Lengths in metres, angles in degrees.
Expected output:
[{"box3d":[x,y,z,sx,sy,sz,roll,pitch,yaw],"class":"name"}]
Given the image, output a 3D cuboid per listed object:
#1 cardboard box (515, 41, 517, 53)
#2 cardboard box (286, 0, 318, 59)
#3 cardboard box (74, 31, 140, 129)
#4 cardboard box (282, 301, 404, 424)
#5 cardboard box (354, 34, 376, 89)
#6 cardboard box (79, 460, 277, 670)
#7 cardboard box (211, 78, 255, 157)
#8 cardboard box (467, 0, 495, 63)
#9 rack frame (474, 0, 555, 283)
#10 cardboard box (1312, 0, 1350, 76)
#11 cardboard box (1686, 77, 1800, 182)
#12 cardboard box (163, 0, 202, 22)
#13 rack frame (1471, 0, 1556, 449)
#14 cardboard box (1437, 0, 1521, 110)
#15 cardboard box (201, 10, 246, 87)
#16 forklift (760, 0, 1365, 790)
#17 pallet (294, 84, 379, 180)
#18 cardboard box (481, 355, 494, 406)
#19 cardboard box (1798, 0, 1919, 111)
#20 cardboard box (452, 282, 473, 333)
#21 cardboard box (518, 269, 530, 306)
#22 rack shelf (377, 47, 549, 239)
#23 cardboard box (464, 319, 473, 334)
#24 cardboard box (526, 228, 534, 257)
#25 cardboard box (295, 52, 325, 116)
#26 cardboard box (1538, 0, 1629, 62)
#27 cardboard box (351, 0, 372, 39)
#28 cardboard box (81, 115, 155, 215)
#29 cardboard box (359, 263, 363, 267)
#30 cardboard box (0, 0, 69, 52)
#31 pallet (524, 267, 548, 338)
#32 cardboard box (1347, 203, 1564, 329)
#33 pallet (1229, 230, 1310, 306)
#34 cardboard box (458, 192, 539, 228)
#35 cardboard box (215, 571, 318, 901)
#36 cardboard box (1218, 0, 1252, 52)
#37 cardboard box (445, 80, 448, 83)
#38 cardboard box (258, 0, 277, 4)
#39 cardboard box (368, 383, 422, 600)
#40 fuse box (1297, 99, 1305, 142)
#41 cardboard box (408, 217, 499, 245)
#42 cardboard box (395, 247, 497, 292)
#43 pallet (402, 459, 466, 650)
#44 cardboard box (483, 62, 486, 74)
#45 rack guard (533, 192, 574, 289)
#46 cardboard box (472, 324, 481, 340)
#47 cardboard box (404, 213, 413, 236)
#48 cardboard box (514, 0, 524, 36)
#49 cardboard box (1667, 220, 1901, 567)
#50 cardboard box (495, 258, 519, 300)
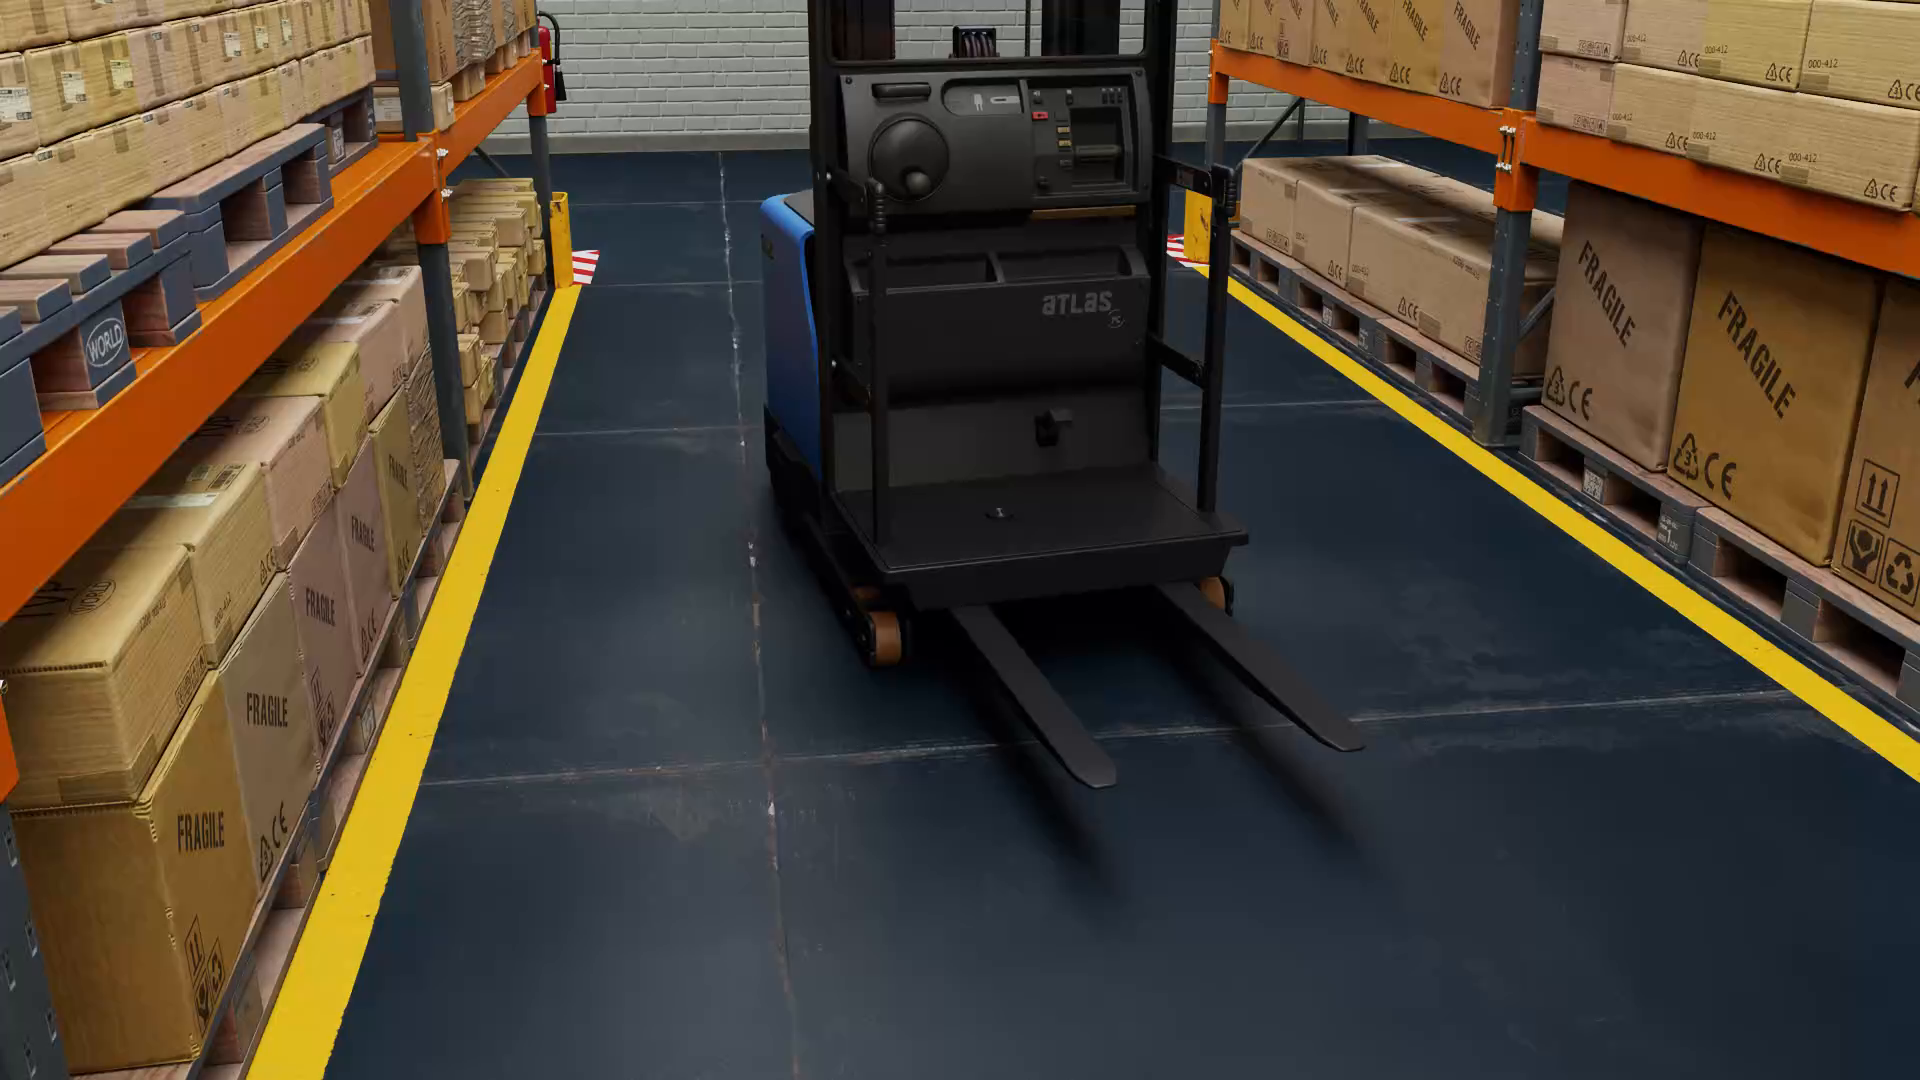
[{"box3d":[-2.490,-2.526,8.553,0.380,0.149,0.250,-3,21,-8],"class":"cardboard box"},{"box3d":[-1.921,-1.351,4.380,0.380,0.149,0.250,-4,21,-10],"class":"cardboard box"},{"box3d":[-1.703,-0.816,2.948,0.380,0.149,0.250,-3,21,-8],"class":"cardboard box"},{"box3d":[-1.871,-0.485,4.629,0.500,0.250,0.500,-2,21,-5],"class":"cardboard box"},{"box3d":[-2.036,-1.483,5.160,0.380,0.149,0.250,-3,21,-9],"class":"cardboard box"},{"box3d":[-1.646,0.049,3.197,0.500,0.250,0.500,-3,21,-8],"class":"cardboard box"},{"box3d":[-1.807,-0.940,3.705,0.380,0.149,0.250,-4,21,-10],"class":"cardboard box"},{"box3d":[-2.227,-2.249,6.884,0.500,0.500,0.500,-3,21,-9],"class":"cardboard box"},{"box3d":[-2.866,-2.917,9.239,1.000,3.000,0.127,-3,21,-8],"class":"rack frame"},{"box3d":[2.048,-2.544,8.098,0.500,0.500,0.500,-2,21,-6],"class":"cardboard box"},{"box3d":[2.531,-1.223,4.919,0.500,0.250,0.500,-3,21,-8],"class":"cardboard box"},{"box3d":[-1.779,-1.130,3.362,0.380,0.149,0.250,-2,21,-6],"class":"cardboard box"},{"box3d":[2.594,-1.817,6.293,1.000,3.000,0.127,-3,21,-8],"class":"rack frame"},{"box3d":[2.275,-2.011,6.671,0.500,0.500,0.500,-3,21,-7],"class":"cardboard box"},{"box3d":[-1.814,-1.082,3.660,0.380,0.149,0.250,-2,21,-6],"class":"cardboard box"},{"box3d":[0.177,-1.164,4.644,1.130,2.935,3.031,-6,21,-15],"class":"forklift"},{"box3d":[-2.323,-1.170,4.836,1.003,0.211,1.213,-3,21,-8],"class":"pallet"},{"box3d":[-2.062,-0.628,6.584,0.380,0.149,0.250,-2,21,-6],"class":"cardboard box"},{"box3d":[2.603,-1.284,4.366,0.500,0.250,0.500,-4,21,-9],"class":"cardboard box"},{"box3d":[-2.115,-0.900,6.463,0.380,0.149,0.250,-2,21,-5],"class":"cardboard box"},{"box3d":[-2.346,-1.257,8.268,0.380,0.149,0.250,-4,21,-10],"class":"cardboard box"},{"box3d":[-2.578,-1.887,7.511,1.077,0.370,4.000,-3,21,-8],"class":"rack shelf"},{"box3d":[-2.257,-0.933,6.977,0.380,0.149,0.250,-4,21,-11],"class":"cardboard box"},{"box3d":[-2.431,-1.569,8.680,0.380,0.149,0.250,-4,21,-10],"class":"cardboard box"},{"box3d":[-1.928,-1.220,4.455,0.380,0.149,0.250,-4,21,-11],"class":"cardboard box"},{"box3d":[2.379,-1.814,5.786,0.500,0.250,0.500,-4,21,-9],"class":"cardboard box"},{"box3d":[-2.037,-1.623,5.107,0.380,0.149,0.250,-2,21,-6],"class":"cardboard box"},{"box3d":[-1.696,-0.671,2.984,0.380,0.149,0.250,-2,21,-5],"class":"cardboard box"},{"box3d":[-2.678,-1.048,6.859,0.380,0.149,0.250,-2,21,-6],"class":"cardboard box"},{"box3d":[-1.660,-0.853,2.620,0.380,0.149,0.250,-3,21,-8],"class":"cardboard box"},{"box3d":[-2.773,-1.301,8.898,1.003,0.211,1.213,-3,21,-8],"class":"pallet"},{"box3d":[2.480,-1.346,8.094,0.875,0.438,0.875,-4,21,-9],"class":"cardboard box"},{"box3d":[2.210,-1.622,9.758,1.003,0.211,1.213,-3,21,-8],"class":"pallet"},{"box3d":[-2.396,-1.713,8.640,0.380,0.149,0.250,-3,21,-9],"class":"cardboard box"},{"box3d":[-1.638,0.396,3.342,0.500,0.500,0.500,-3,21,-7],"class":"cardboard box"},{"box3d":[1.803,-3.068,9.500,0.500,0.500,0.500,-3,21,-8],"class":"cardboard box"},{"box3d":[-2.241,-1.799,6.604,0.380,0.149,0.250,-4,21,-10],"class":"cardboard box"},{"box3d":[-1.893,-1.402,4.091,0.380,0.149,0.250,-4,21,-10],"class":"cardboard box"},{"box3d":[-1.860,-0.136,4.767,0.500,0.500,0.500,-3,21,-9],"class":"cardboard box"},{"box3d":[3.282,-4.605,15.599,0.539,1.711,0.414,-3,21,-8],"class":"fuse box"},{"box3d":[-2.400,-1.433,7.890,0.380,0.149,0.250,-4,21,-10],"class":"cardboard box"},{"box3d":[-2.216,-1.166,7.176,0.380,0.149,0.250,-2,21,-7],"class":"cardboard box"},{"box3d":[-2.176,0.044,5.297,1.003,0.211,1.213,-3,21,-8],"class":"pallet"},{"box3d":[-2.441,-2.250,7.813,0.380,0.149,0.250,-4,21,-10],"class":"cardboard box"},{"box3d":[-2.855,-1.720,9.606,1.175,0.500,0.348,-3,21,-8],"class":"rack guard"},{"box3d":[-2.309,-0.888,7.280,0.380,0.149,0.250,-4,21,-10],"class":"cardboard box"},{"box3d":[-2.941,-1.593,8.319,0.380,0.149,0.250,-4,21,-10],"class":"cardboard box"},{"box3d":[-2.477,-2.782,8.309,0.500,0.500,0.500,-3,21,-9],"class":"cardboard box"},{"box3d":[2.901,-0.495,5.191,0.875,0.875,0.875,-2,21,-6],"class":"cardboard box"},{"box3d":[-2.258,-1.207,7.710,0.380,0.149,0.250,-3,21,-7],"class":"cardboard box"}]
